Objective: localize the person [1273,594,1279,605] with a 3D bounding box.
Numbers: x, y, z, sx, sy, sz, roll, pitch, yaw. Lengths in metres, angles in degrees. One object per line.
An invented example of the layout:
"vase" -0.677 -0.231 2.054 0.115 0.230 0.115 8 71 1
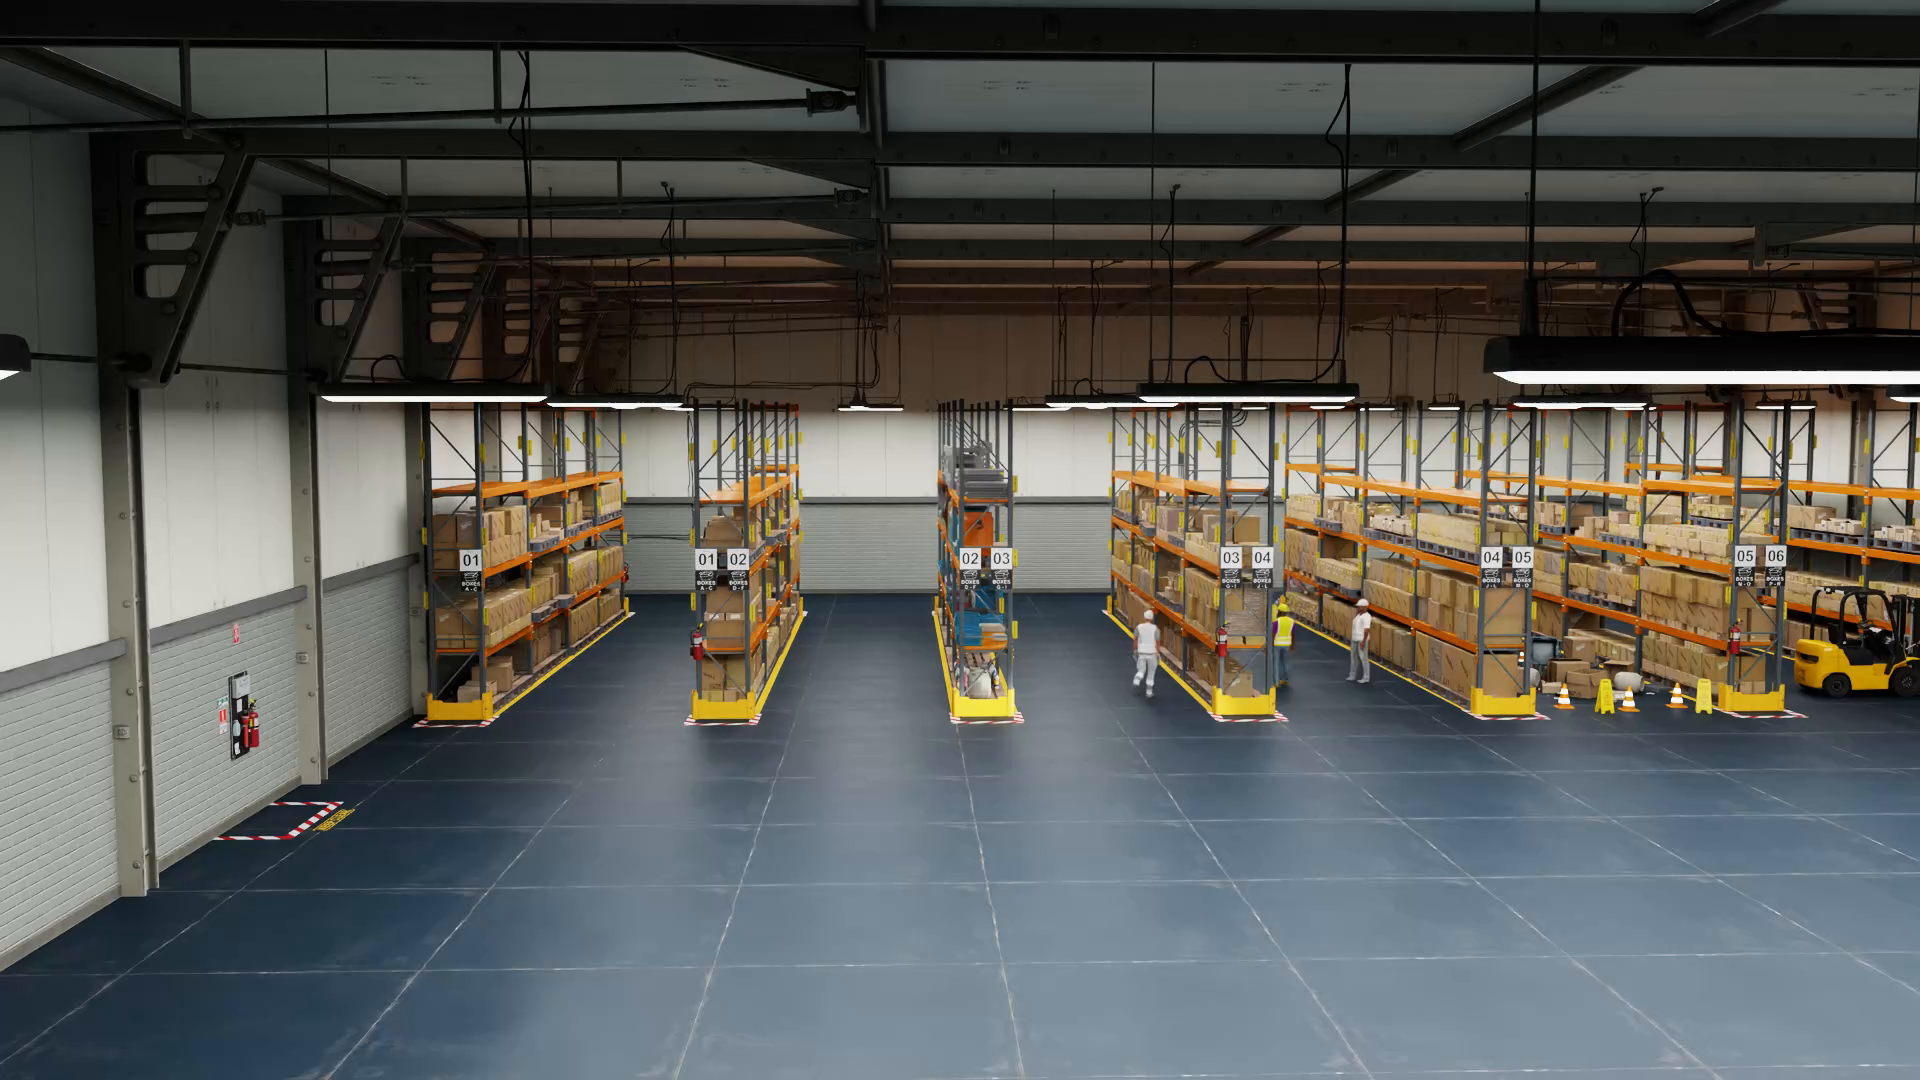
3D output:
"person" 9.061 1.238 48.779 0.593 1.546 0.501 0 4 -4

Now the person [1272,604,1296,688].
"person" 6.756 2.197 34.906 0.553 1.758 0.623 0 4 3

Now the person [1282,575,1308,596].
"person" 10.430 0.953 51.837 0.825 1.642 0.460 -1 5 -17

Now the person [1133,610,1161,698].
"person" 3.735 2.291 33.390 0.552 1.778 0.724 3 5 33

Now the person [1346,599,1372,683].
"person" 8.577 2.107 35.558 0.406 1.698 0.631 -2 5 -22
